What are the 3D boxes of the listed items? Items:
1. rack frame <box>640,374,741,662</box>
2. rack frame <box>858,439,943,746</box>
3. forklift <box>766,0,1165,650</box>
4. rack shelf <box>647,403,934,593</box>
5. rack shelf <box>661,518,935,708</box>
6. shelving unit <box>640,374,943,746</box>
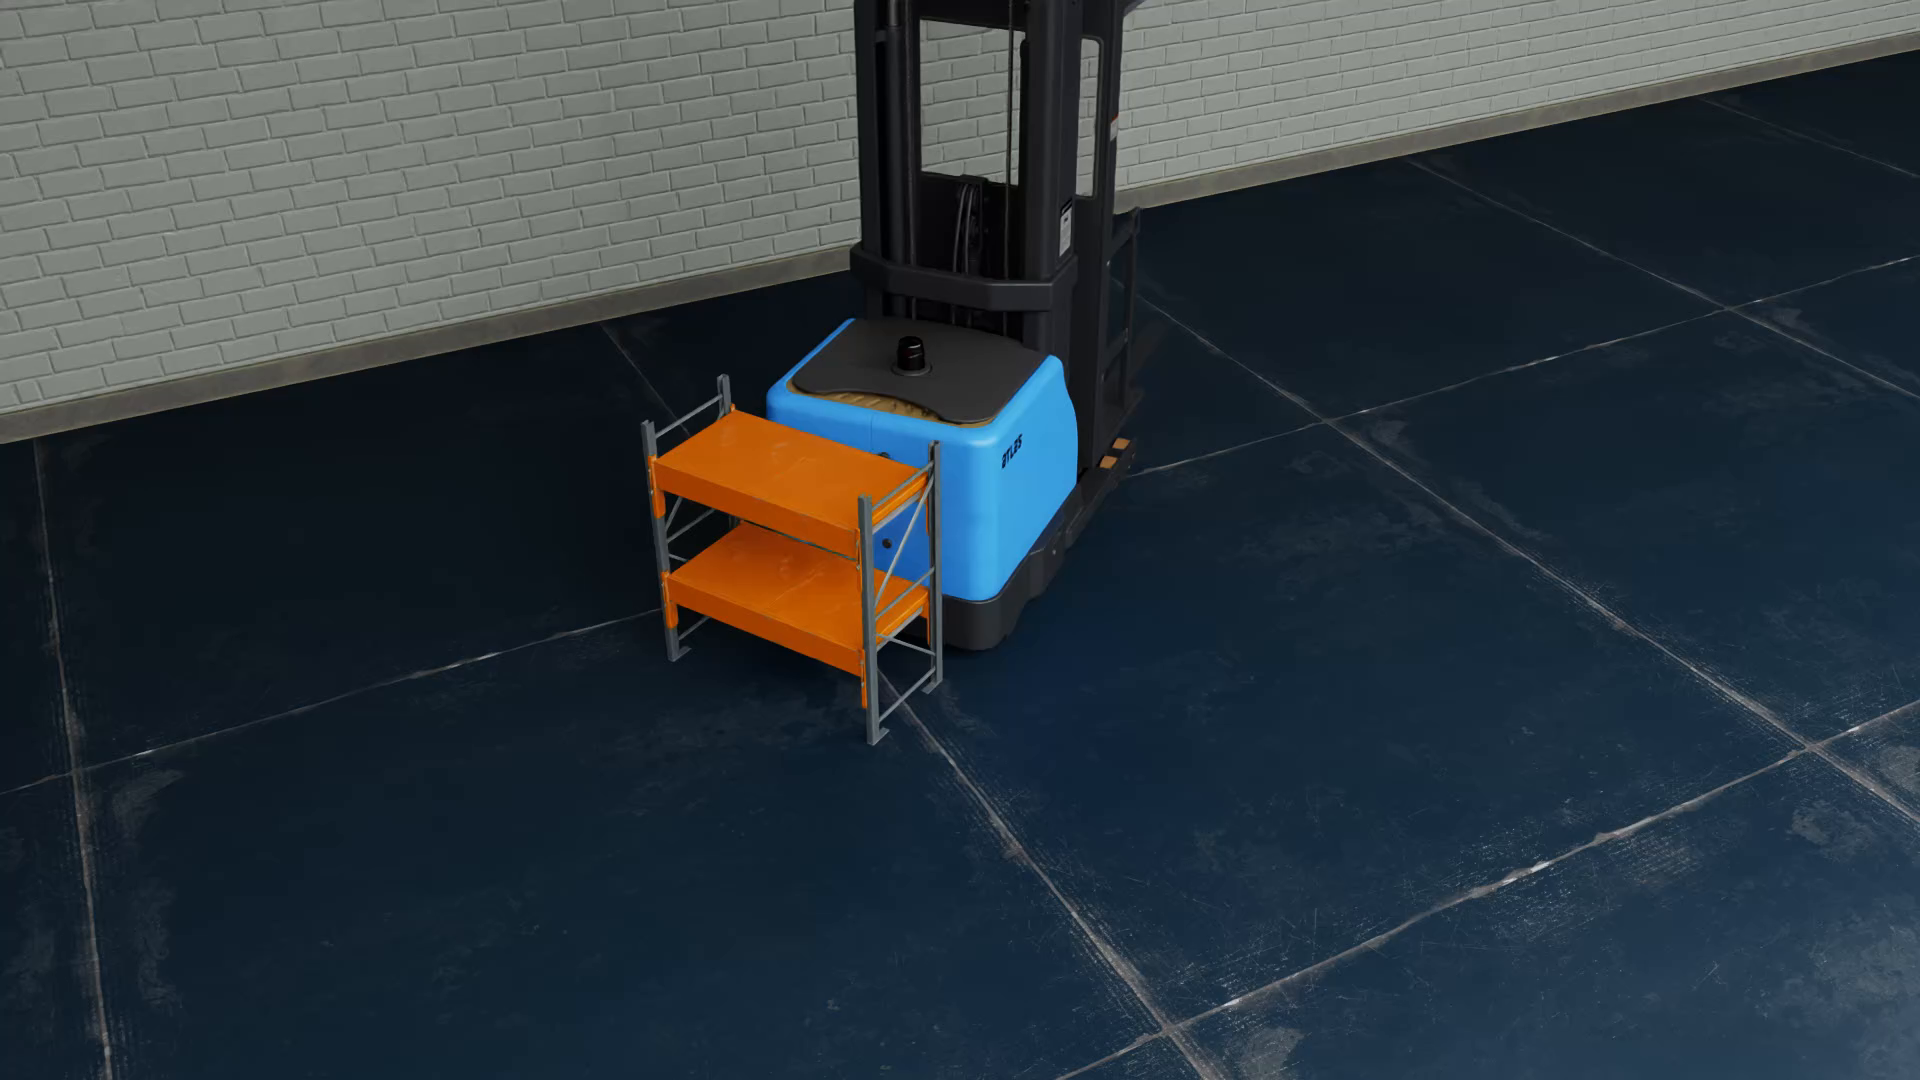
[{"bbox_3d":[-1.077,-0.080,6.833,0.032,1.125,0.500,19,37,27],"label":"rack frame"},{"bbox_3d":[-0.218,0.213,6.375,0.032,1.125,0.500,19,37,27],"label":"rack frame"},{"bbox_3d":[0.235,-1.560,7.467,1.130,2.935,3.031,13,35,19],"label":"forklift"},{"bbox_3d":[-0.647,-0.180,6.446,1.000,0.278,0.538,19,37,27],"label":"rack shelf"},{"bbox_3d":[-0.647,0.272,6.736,1.000,0.278,0.538,19,37,27],"label":"rack shelf"},{"bbox_3d":[-0.647,0.066,6.604,1.048,1.125,0.538,19,37,27],"label":"shelving unit"}]
